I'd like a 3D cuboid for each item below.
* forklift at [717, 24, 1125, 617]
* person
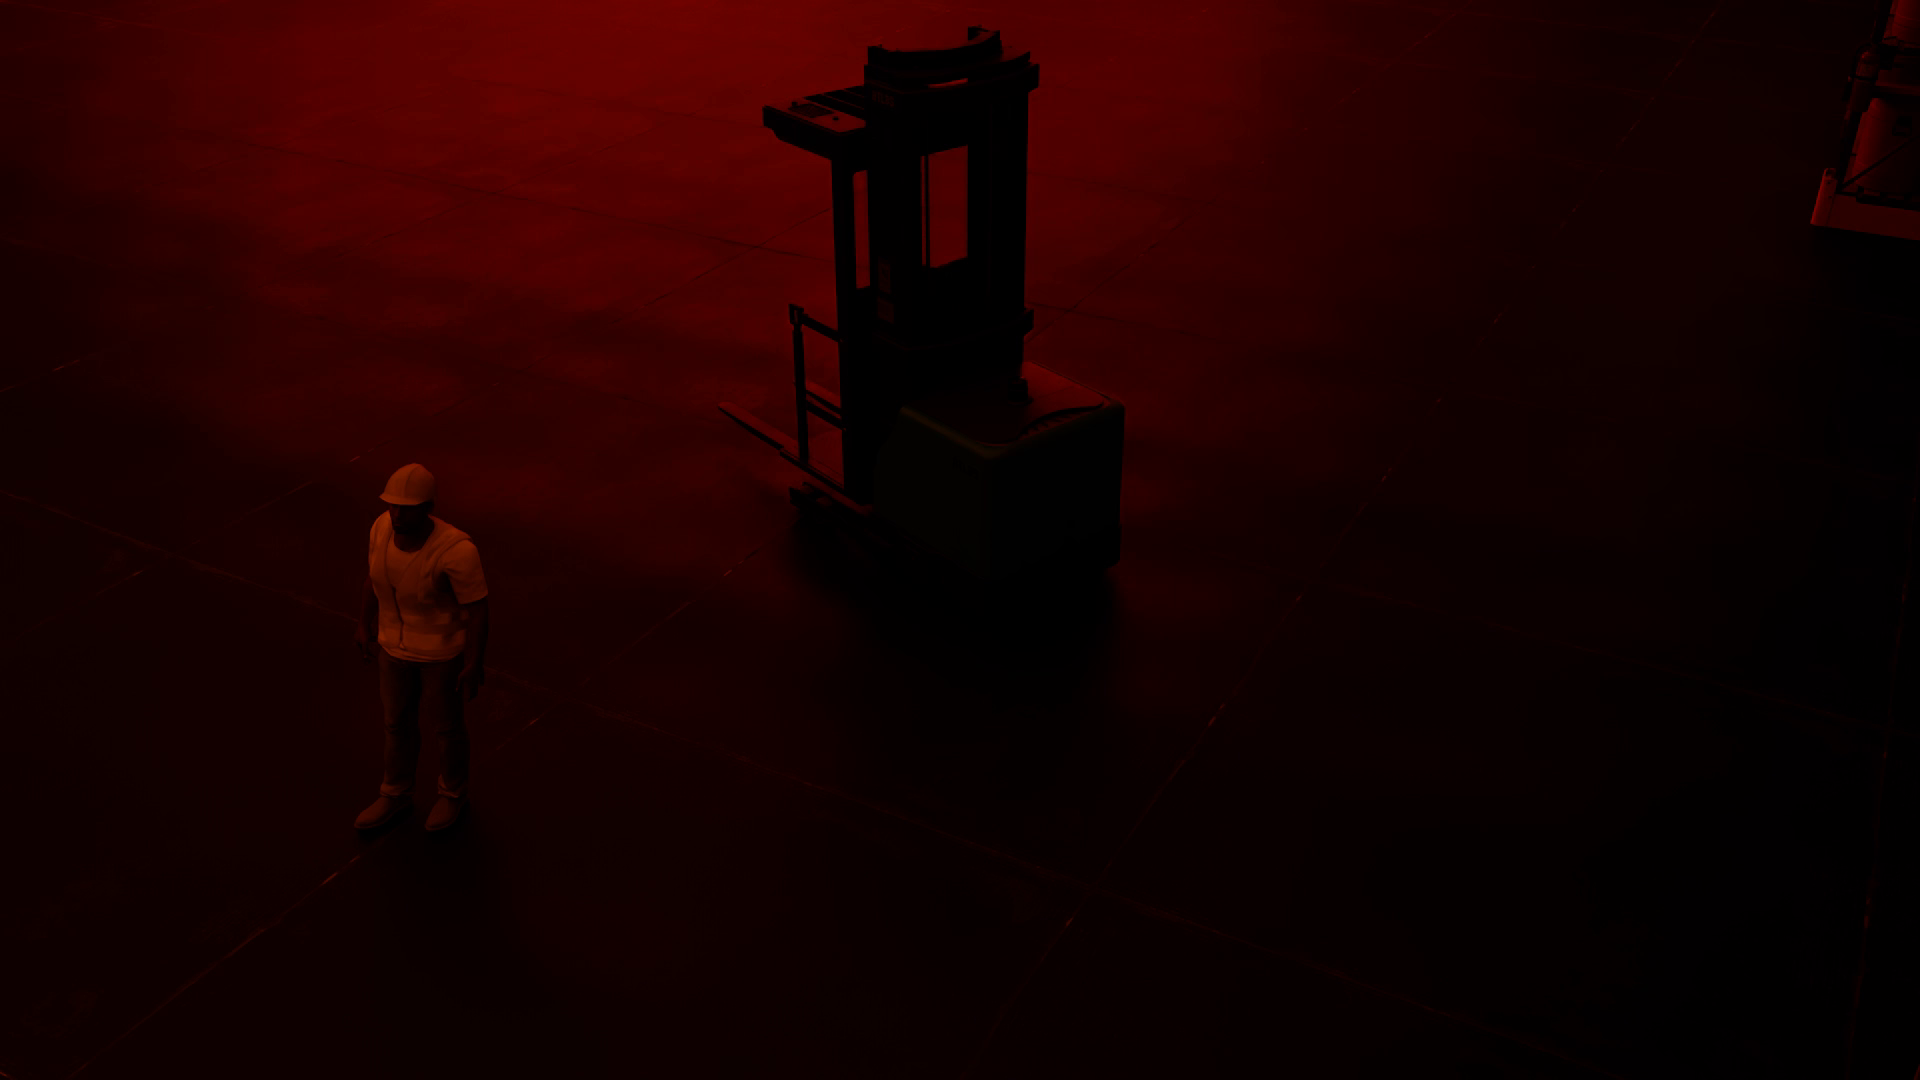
[{"bbox_3d":[-0.400,-1.509,9.685,1.130,2.935,3.031,-23,37,-34],"label":"forklift"},{"bbox_3d":[-2.414,0.504,7.348,0.666,1.765,0.578,12,32,19],"label":"person"}]
